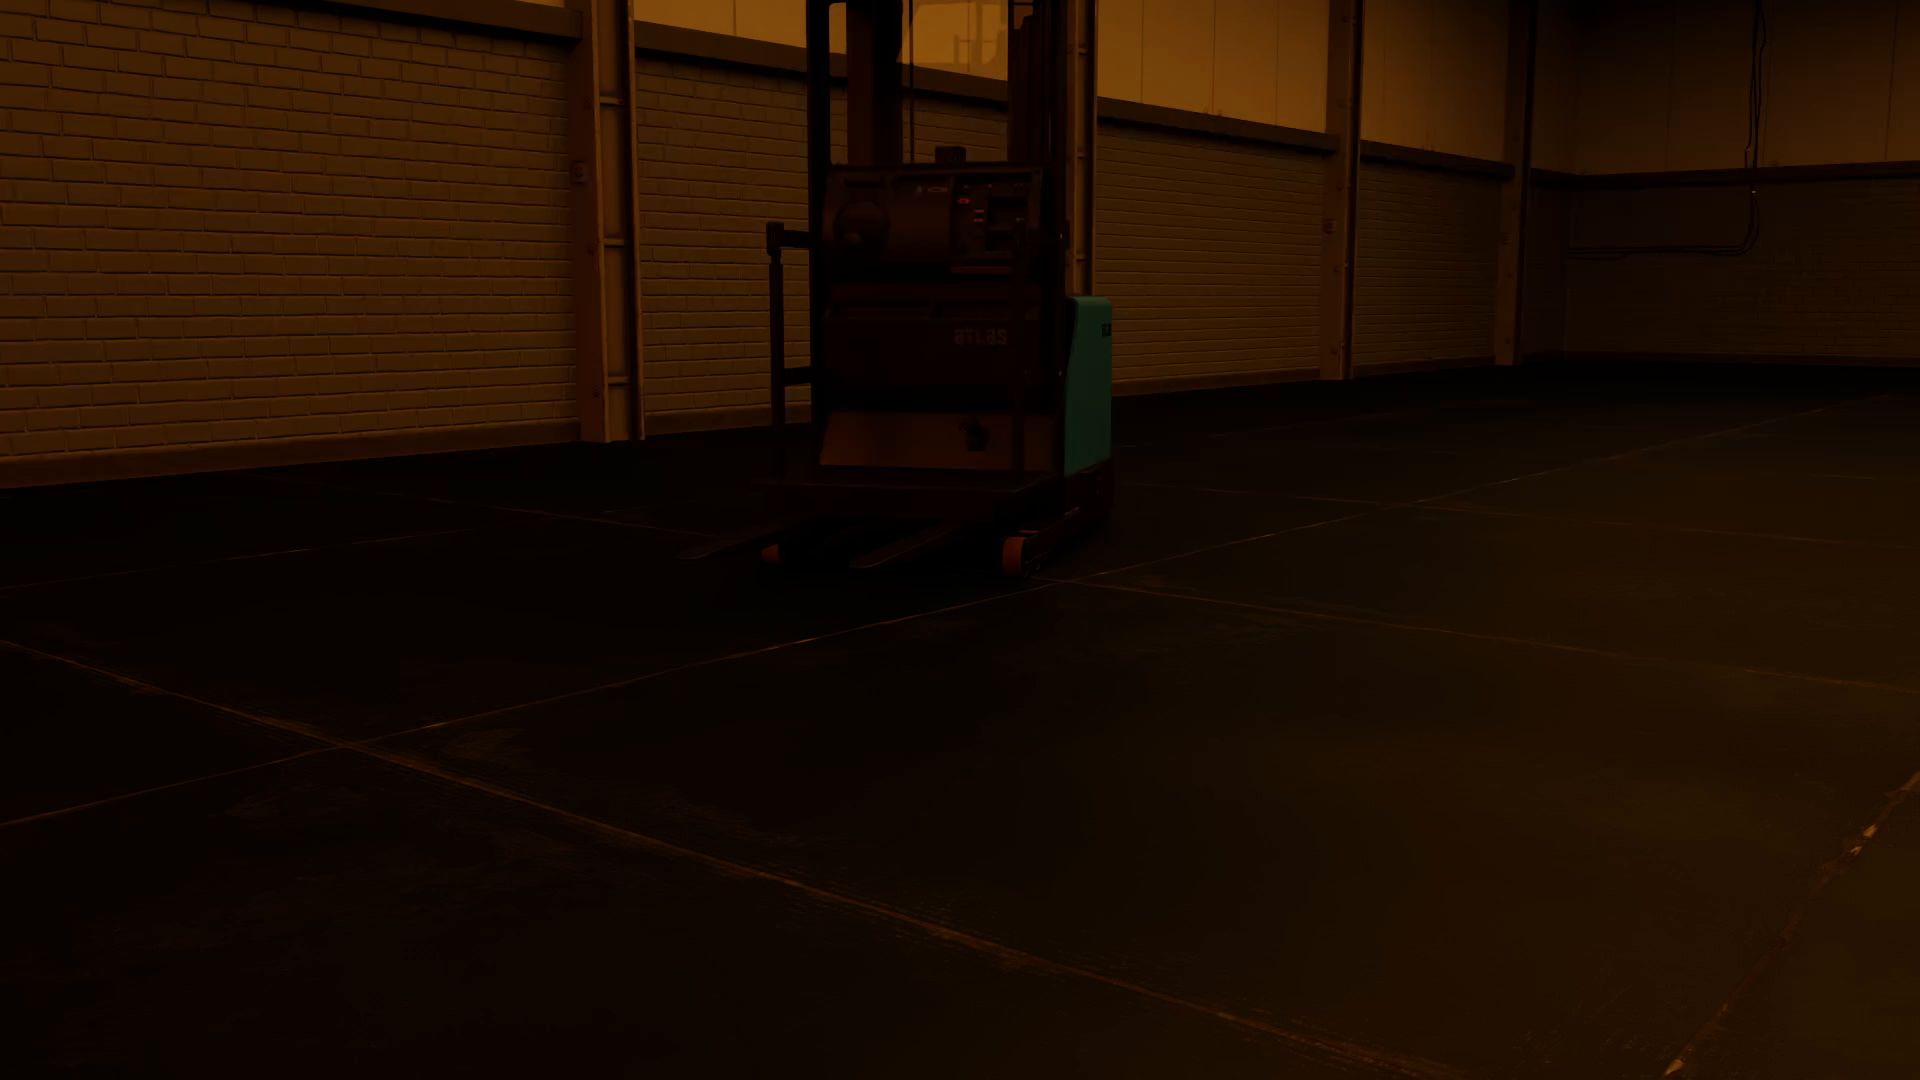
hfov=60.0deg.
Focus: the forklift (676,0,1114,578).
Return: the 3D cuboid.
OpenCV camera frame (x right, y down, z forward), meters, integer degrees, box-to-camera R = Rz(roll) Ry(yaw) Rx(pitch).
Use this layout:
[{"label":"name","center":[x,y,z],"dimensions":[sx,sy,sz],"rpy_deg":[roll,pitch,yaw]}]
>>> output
[{"label":"forklift","center":[-0.176,-1.366,6.616],"dimensions":[1.130,2.935,3.031],"rpy_deg":[3,9,17]}]
